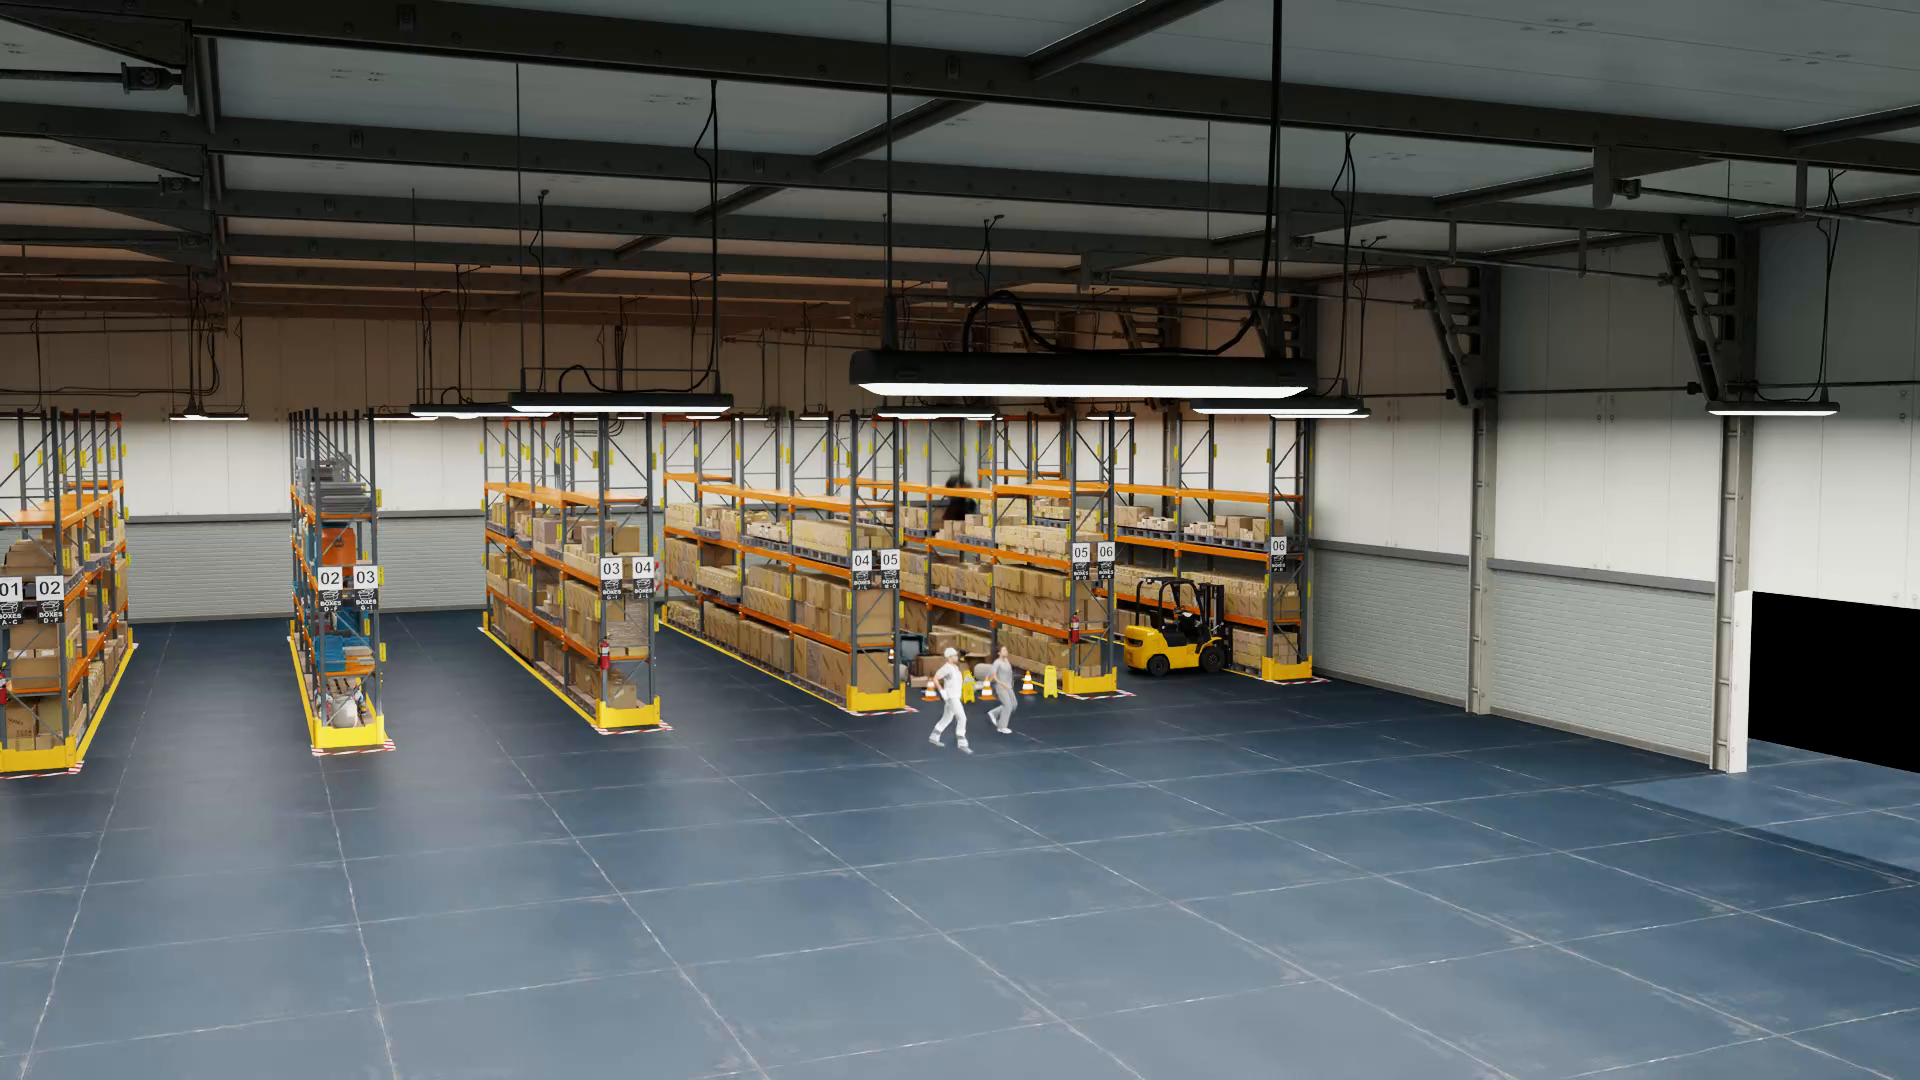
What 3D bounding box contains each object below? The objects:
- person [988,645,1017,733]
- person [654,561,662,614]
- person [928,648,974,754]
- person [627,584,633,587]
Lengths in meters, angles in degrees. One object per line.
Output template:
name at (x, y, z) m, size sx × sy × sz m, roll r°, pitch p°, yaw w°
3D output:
person at (0.772, 2.753, 30.866) m, size 0.547 × 1.636 × 0.567 m, roll 2°, pitch 5°, yaw 31°
person at (-9.115, 1.454, 49.033) m, size 0.611 × 1.681 × 0.745 m, roll -1°, pitch 4°, yaw -13°
person at (-0.157, 2.788, 28.931) m, size 0.836 × 1.838 × 0.657 m, roll 1°, pitch 4°, yaw 10°
person at (-9.060, 1.741, 45.850) m, size 0.542 × 1.556 × 0.545 m, roll -1°, pitch 4°, yaw -20°
